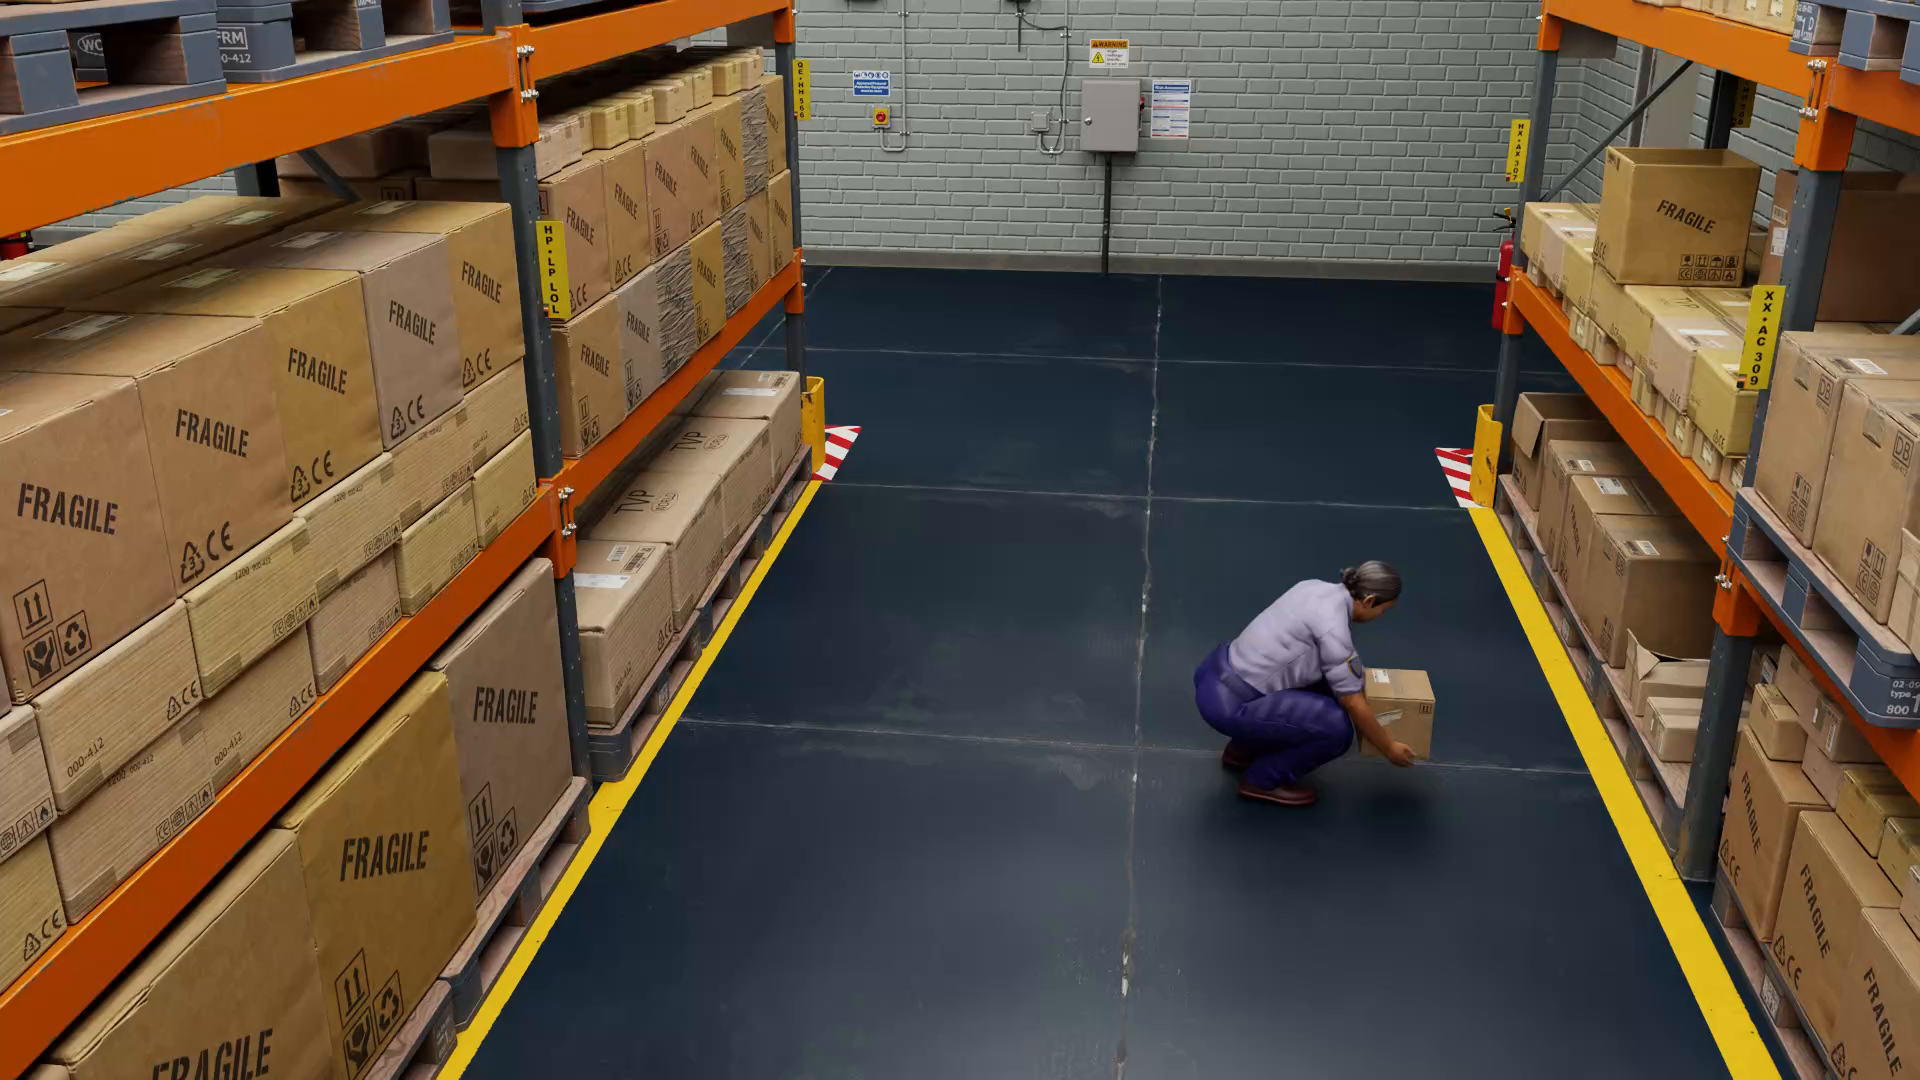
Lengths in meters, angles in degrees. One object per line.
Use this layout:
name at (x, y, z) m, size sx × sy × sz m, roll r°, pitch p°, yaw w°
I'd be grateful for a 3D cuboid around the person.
person at (1.307, 0.517, 6.294) m, size 0.831 × 0.924 × 0.520 m, roll 3°, pitch 21°, yaw 6°
